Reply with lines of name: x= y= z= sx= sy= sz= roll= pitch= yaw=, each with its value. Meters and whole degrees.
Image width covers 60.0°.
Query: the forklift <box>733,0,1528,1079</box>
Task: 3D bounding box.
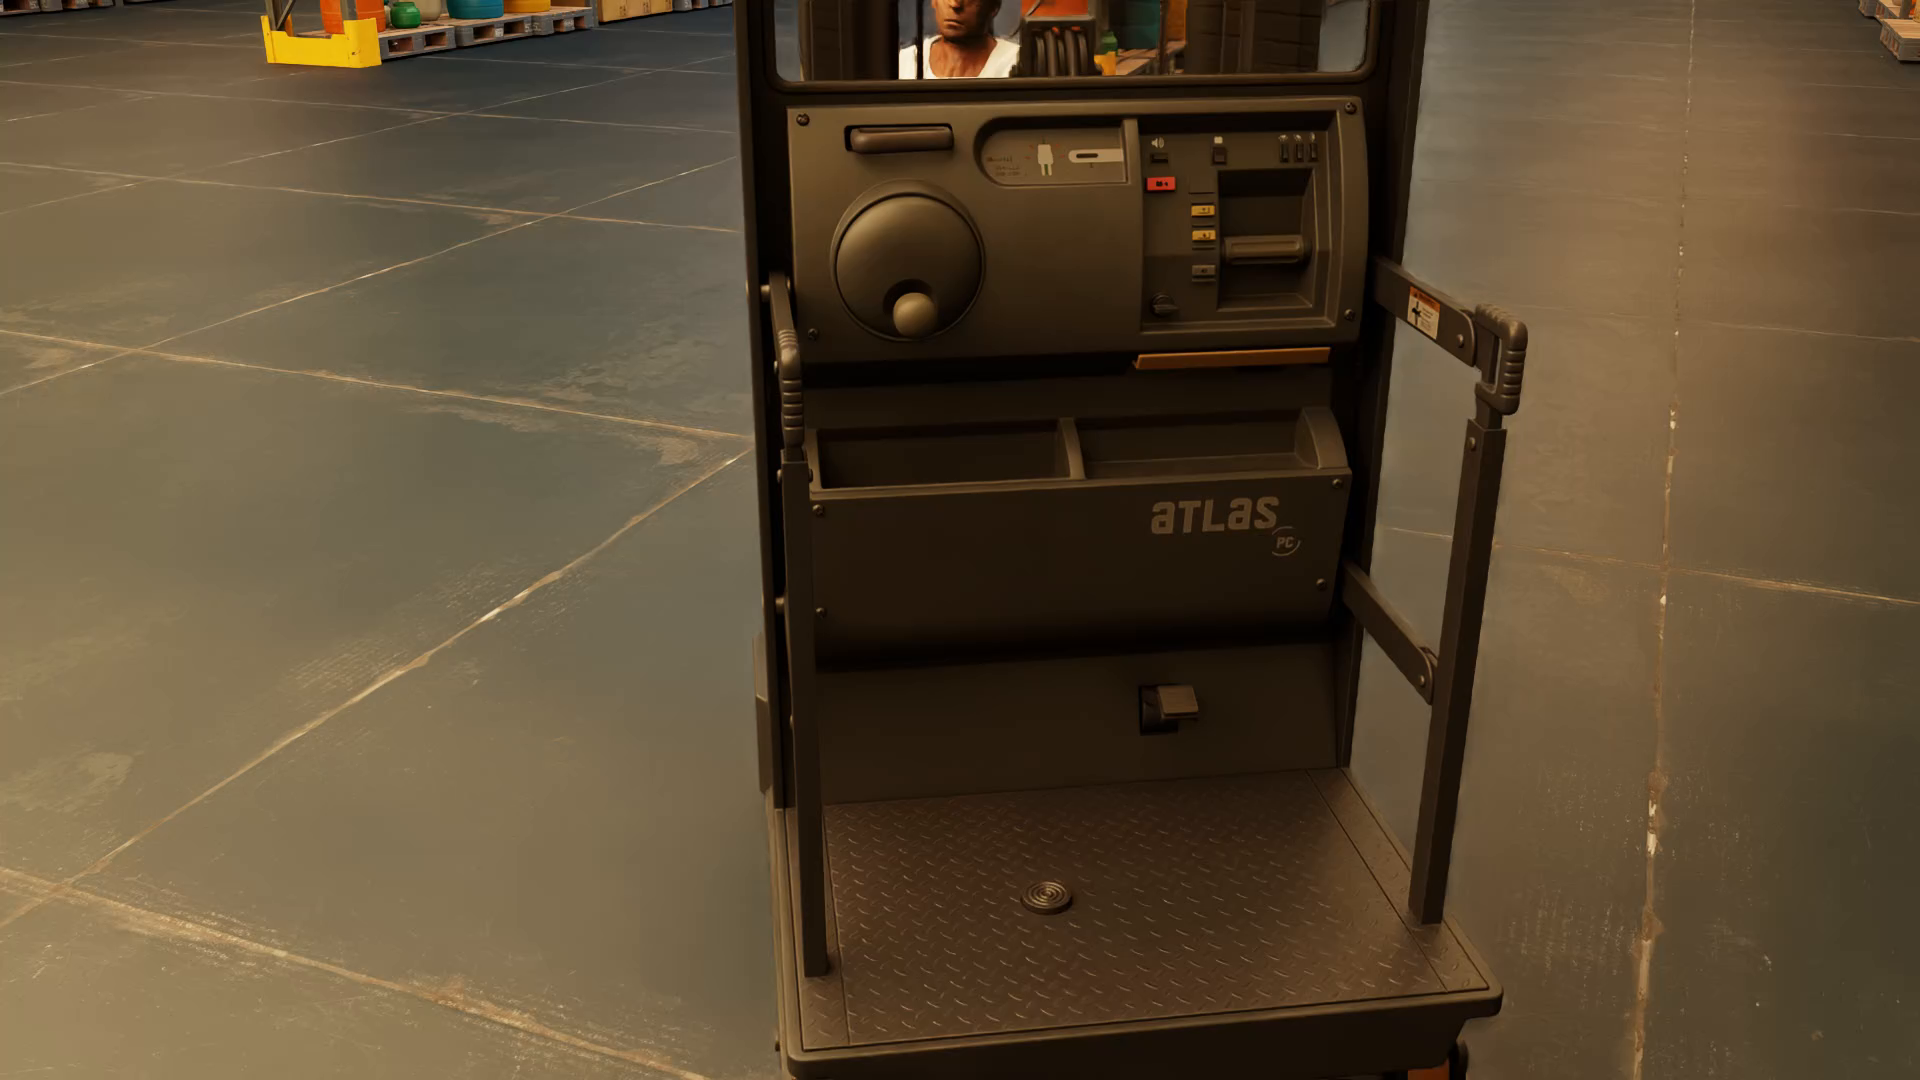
forklift: x=0.228 y=-0.486 z=2.455 sx=1.130 sy=2.935 sz=3.031 roll=-3 pitch=23 yaw=-7

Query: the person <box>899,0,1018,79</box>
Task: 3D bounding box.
person: x=-0.049 y=-0.764 z=4.661 sx=0.691 sy=1.755 sz=0.566 roll=10 pitch=25 yaw=23
